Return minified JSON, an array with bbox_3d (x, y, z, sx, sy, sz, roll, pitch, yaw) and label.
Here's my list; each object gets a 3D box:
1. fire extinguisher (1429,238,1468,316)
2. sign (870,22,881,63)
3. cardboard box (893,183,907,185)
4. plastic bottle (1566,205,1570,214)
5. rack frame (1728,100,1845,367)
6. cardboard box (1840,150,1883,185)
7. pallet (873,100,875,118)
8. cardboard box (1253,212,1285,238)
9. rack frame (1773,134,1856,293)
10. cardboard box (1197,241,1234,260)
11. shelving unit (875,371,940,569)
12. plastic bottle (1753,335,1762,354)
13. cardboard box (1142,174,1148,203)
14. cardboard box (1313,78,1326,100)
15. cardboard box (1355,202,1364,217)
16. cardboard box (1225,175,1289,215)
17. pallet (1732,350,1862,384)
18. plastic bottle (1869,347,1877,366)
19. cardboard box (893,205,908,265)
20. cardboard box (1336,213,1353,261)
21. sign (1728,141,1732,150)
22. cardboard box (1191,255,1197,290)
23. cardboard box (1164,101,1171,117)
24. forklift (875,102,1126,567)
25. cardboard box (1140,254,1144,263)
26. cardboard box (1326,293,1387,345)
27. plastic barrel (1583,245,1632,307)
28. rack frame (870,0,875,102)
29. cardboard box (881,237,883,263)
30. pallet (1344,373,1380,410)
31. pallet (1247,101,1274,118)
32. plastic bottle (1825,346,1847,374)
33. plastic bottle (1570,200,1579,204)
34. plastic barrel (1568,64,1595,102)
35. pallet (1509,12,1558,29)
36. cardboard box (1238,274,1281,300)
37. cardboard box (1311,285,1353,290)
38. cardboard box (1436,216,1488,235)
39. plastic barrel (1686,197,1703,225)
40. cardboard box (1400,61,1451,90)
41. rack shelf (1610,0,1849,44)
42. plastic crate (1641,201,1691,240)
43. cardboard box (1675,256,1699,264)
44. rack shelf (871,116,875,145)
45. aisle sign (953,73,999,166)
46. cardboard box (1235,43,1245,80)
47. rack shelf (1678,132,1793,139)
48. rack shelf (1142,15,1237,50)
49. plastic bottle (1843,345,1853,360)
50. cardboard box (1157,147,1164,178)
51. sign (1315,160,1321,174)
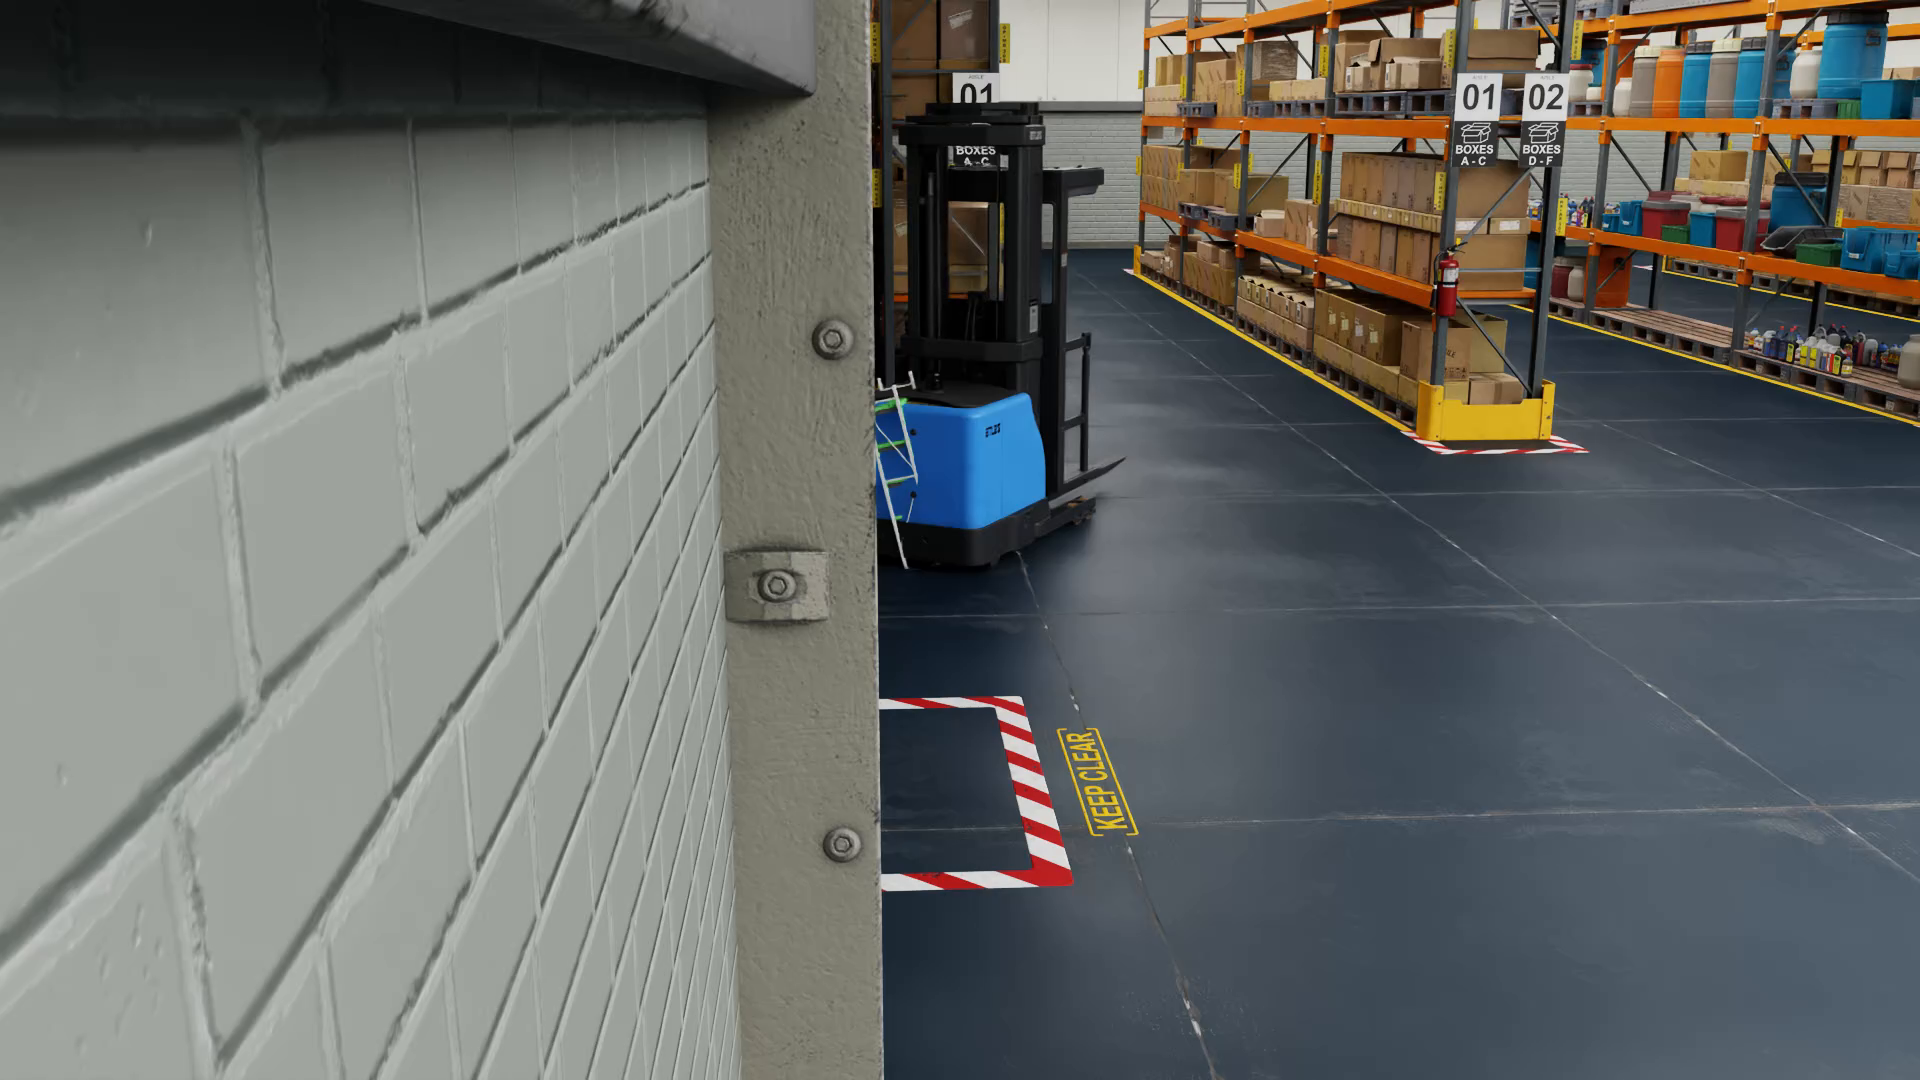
[{"bbox_3d":[4.321,-2.331,14.720,0.296,0.674,0.183,-1,14,-3],"label":"fire extinguisher"},{"bbox_3d":[-0.722,-4.205,14.054,0.100,0.325,0.005,-1,14,-3],"label":"sign"},{"bbox_3d":[-0.524,-4.152,20.561,0.700,0.500,0.500,-1,14,-3],"label":"cardboard box"},{"bbox_3d":[8.748,-4.685,23.972,0.097,0.271,0.097,0,14,0],"label":"plastic bottle"},{"bbox_3d":[9.474,-3.475,19.013,1.000,3.000,0.127,-1,14,-3],"label":"rack frame"},{"bbox_3d":[14.000,-5.746,25.624,0.797,0.503,0.637,-1,14,-3],"label":"cardboard box"},{"bbox_3d":[-0.413,-5.097,19.673,1.213,0.211,1.003,-1,14,-3],"label":"pallet"},{"bbox_3d":[4.144,-4.126,21.720,0.500,0.311,0.500,-1,14,-4],"label":"cardboard box"},{"bbox_3d":[13.922,-5.541,27.043,1.000,3.000,0.127,-1,14,-3],"label":"rack frame"},{"bbox_3d":[3.883,-4.382,25.166,0.500,0.250,0.500,-1,14,-3],"label":"cardboard box"},{"bbox_3d":[-0.338,-0.457,10.877,0.258,1.200,0.503,-11,14,14],"label":"shelving unit"},{"bbox_3d":[9.062,-2.222,18.874,0.097,0.201,0.097,0,14,0],"label":"plastic bottle"},{"bbox_3d":[3.551,-6.318,29.861,0.500,0.500,0.500,-1,14,-2],"label":"cardboard box"},{"bbox_3d":[4.464,-5.273,19.438,0.500,0.250,0.500,-2,15,-9],"label":"cardboard box"},{"bbox_3d":[4.404,-3.500,17.609,0.380,0.149,0.250,-1,14,-4],"label":"cardboard box"},{"bbox_3d":[4.130,-4.801,23.123,0.700,0.500,0.500,-6,16,-22],"label":"cardboard box"},{"bbox_3d":[9.474,-1.957,18.708,1.003,0.211,1.213,-1,14,-3],"label":"pallet"},{"bbox_3d":[9.874,-1.980,17.934,0.097,0.201,0.097,0,14,0],"label":"plastic bottle"},{"bbox_3d":[-0.408,-2.741,14.917,0.500,0.500,0.500,-1,14,-4],"label":"cardboard box"},{"bbox_3d":[4.564,-3.338,18.278,0.700,0.500,0.500,-1,14,-5],"label":"cardboard box"},{"bbox_3d":[14.216,-7.216,30.754,0.100,0.325,0.005,-1,14,-3],"label":"sign"},{"bbox_3d":[3.865,-4.135,25.711,0.500,0.500,0.500,-1,14,-3],"label":"cardboard box"},{"bbox_3d":[3.679,-7.135,27.517,0.500,0.250,0.500,-1,14,-3],"label":"cardboard box"},{"bbox_3d":[0.335,-1.568,11.737,1.130,2.935,3.031,7,16,26],"label":"forklift"},{"bbox_3d":[3.469,-5.107,30.193,0.380,0.149,0.250,-1,14,-3],"label":"cardboard box"},{"bbox_3d":[4.285,-2.390,17.966,0.500,0.500,0.500,-1,14,-3],"label":"cardboard box"},{"bbox_3d":[9.179,-3.744,23.569,0.600,0.830,0.708,-1,14,-3],"label":"plastic barrel"},{"bbox_3d":[-0.662,-7.222,21.537,1.000,3.000,0.127,-1,14,-3],"label":"rack frame"},{"bbox_3d":[-0.599,-3.139,17.967,0.500,0.250,0.500,-1,14,-3],"label":"cardboard box"},{"bbox_3d":[4.616,-1.547,17.113,1.003,0.211,1.213,-1,14,-3],"label":"pallet"},{"bbox_3d":[4.413,-5.588,21.585,1.213,0.211,1.003,0,14,-1],"label":"pallet"},{"bbox_3d":[9.182,-1.887,17.425,0.152,0.276,0.135,-1,14,-3],"label":"plastic bottle"},{"bbox_3d":[9.387,-5.062,25.429,0.152,0.276,0.135,-1,14,-3],"label":"plastic bottle"},{"bbox_3d":[8.966,-6.630,24.141,0.433,0.535,0.433,0,14,0],"label":"plastic barrel"},{"bbox_3d":[9.060,-7.880,25.273,1.003,0.211,1.213,-1,14,-3],"label":"pallet"},{"bbox_3d":[4.021,-3.403,22.282,0.500,0.311,0.500,0,14,-2],"label":"cardboard box"},{"bbox_3d":[4.656,-3.032,20.840,0.500,0.311,0.500,0,14,-2],"label":"cardboard box"},{"bbox_3d":[4.564,-2.859,15.117,0.380,0.149,0.250,-1,14,-4],"label":"cardboard box"},{"bbox_3d":[9.529,-4.167,21.476,0.421,0.512,0.421,0,14,0],"label":"plastic barrel"},{"bbox_3d":[4.443,-4.338,15.525,0.500,0.250,0.500,-1,14,-3],"label":"cardboard box"},{"bbox_3d":[9.350,-6.336,20.338,1.077,0.370,4.000,-1,14,-3],"label":"rack shelf"},{"bbox_3d":[9.021,-4.094,21.291,0.402,0.464,0.583,-1,14,-3],"label":"plastic crate"},{"bbox_3d":[13.793,-5.552,30.508,0.875,0.875,0.875,-1,14,-3],"label":"cardboard box"},{"bbox_3d":[-0.538,-4.924,20.067,1.077,0.370,4.000,-1,14,-3],"label":"rack shelf"},{"bbox_3d":[0.137,-3.573,14.176,0.394,0.787,0.004,-1,14,-3],"label":"aisle sign"},{"bbox_3d":[4.198,-6.742,23.483,0.500,0.500,0.500,-1,14,-3],"label":"cardboard box"},{"bbox_3d":[13.798,-7.143,28.692,1.077,0.370,4.000,-1,14,-3],"label":"rack shelf"},{"bbox_3d":[3.910,-8.442,27.727,1.077,0.370,4.000,-1,14,-3],"label":"rack shelf"},{"bbox_3d":[9.288,-1.893,17.431,0.061,0.283,0.133,-1,14,-3],"label":"plastic bottle"},{"bbox_3d":[3.649,-6.421,28.257,0.500,0.500,0.500,-1,14,-4],"label":"cardboard box"},{"bbox_3d":[4.836,-4.964,22.478,0.100,0.325,0.005,-1,14,-3],"label":"sign"}]
